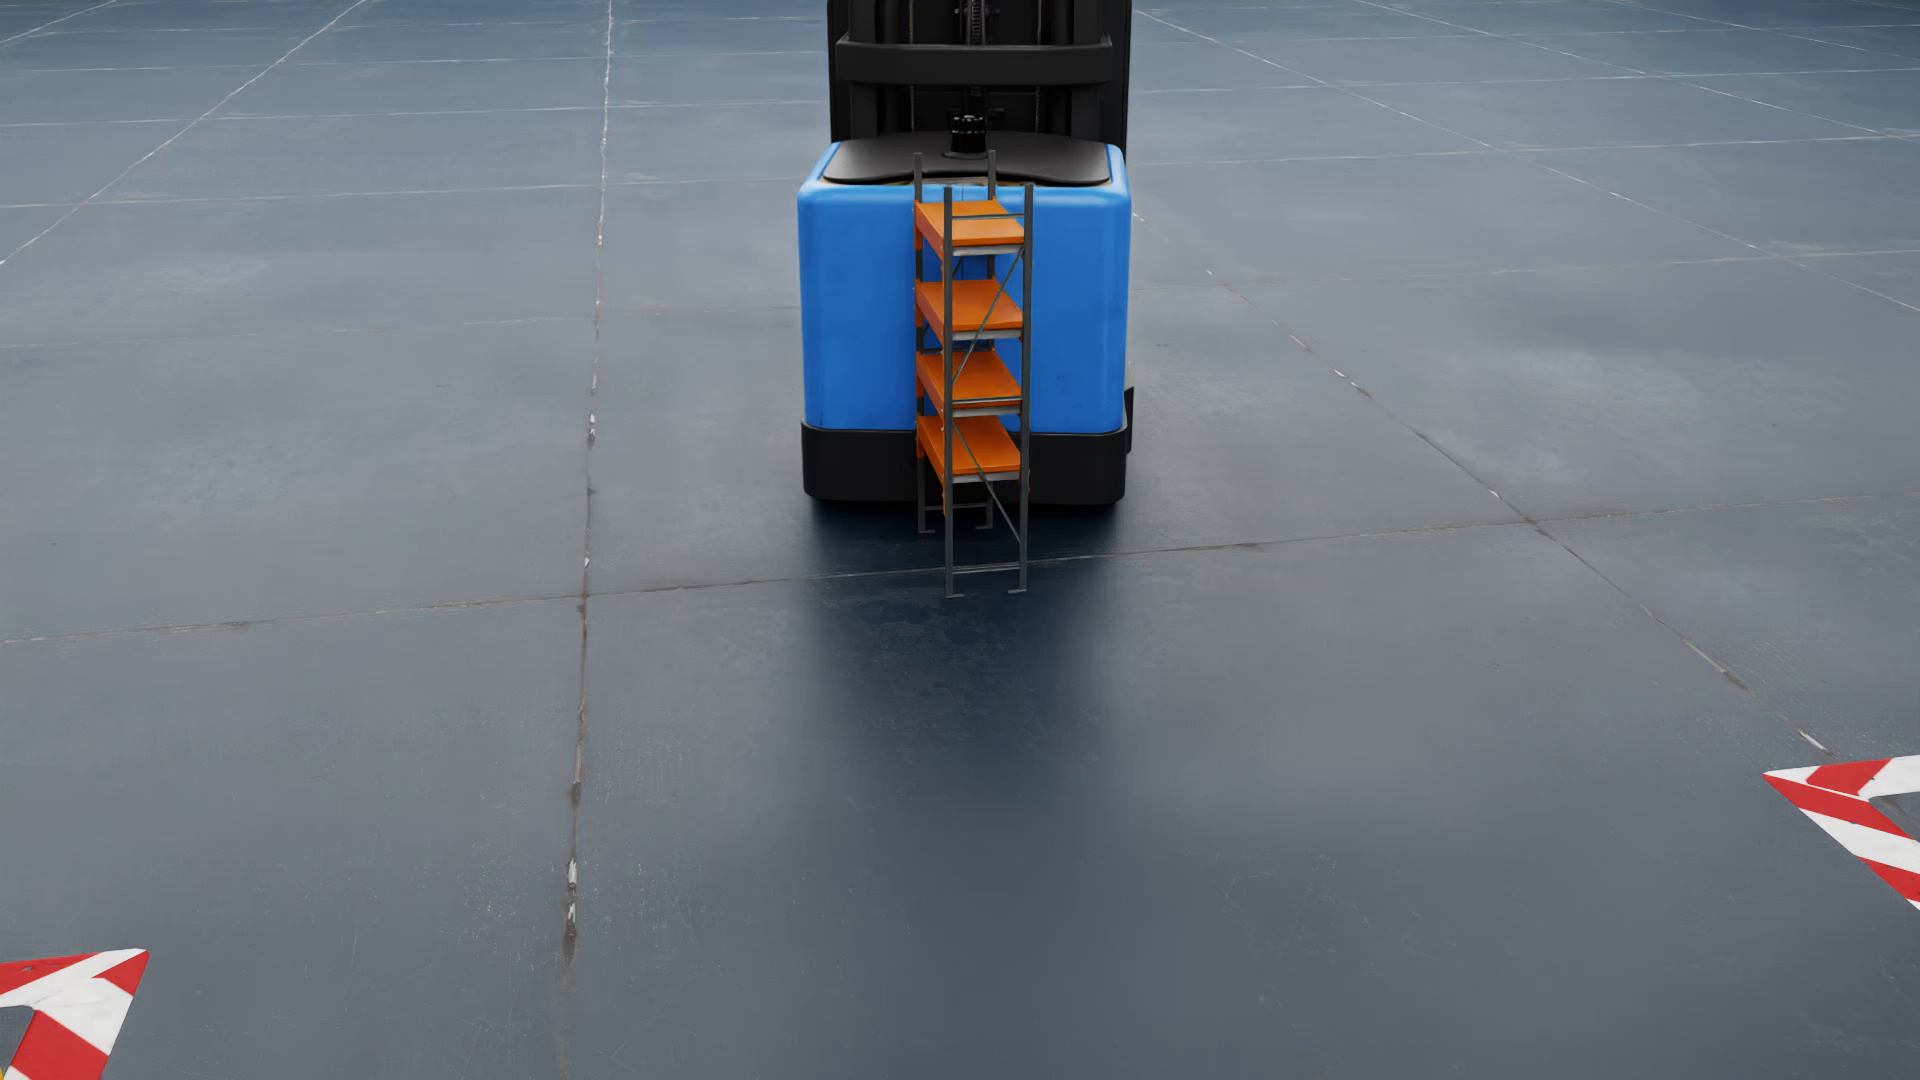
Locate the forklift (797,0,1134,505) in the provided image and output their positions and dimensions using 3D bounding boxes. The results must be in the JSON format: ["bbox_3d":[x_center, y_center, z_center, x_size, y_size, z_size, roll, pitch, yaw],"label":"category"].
[{"bbox_3d":[0.081,-2.002,6.171,1.130,2.935,3.031,1,24,3],"label":"forklift"}]

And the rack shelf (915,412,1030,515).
[{"bbox_3d":[0.031,-0.241,4.967,0.258,0.148,0.480,-4,24,-10],"label":"rack shelf"}]

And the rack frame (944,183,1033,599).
[{"bbox_3d":[0.076,-0.389,4.641,0.240,1.200,0.015,-4,24,-10],"label":"rack frame"}]

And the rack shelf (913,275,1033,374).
[{"bbox_3d":[0.031,-0.628,4.798,0.258,0.148,0.480,-4,24,-10],"label":"rack shelf"}]

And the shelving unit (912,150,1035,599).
[{"bbox_3d":[0.031,-0.485,4.861,0.258,1.200,0.503,-4,24,-10],"label":"shelving unit"}]

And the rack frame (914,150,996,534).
[{"bbox_3d":[-0.015,-0.581,5.081,0.240,1.200,0.015,-4,24,-10],"label":"rack frame"}]

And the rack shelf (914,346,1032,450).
[{"bbox_3d":[0.031,-0.423,4.888,0.258,0.148,0.480,-4,24,-10],"label":"rack shelf"}]

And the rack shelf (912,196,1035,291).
[{"bbox_3d":[0.031,-0.845,4.703,0.258,0.148,0.480,-4,24,-10],"label":"rack shelf"}]
